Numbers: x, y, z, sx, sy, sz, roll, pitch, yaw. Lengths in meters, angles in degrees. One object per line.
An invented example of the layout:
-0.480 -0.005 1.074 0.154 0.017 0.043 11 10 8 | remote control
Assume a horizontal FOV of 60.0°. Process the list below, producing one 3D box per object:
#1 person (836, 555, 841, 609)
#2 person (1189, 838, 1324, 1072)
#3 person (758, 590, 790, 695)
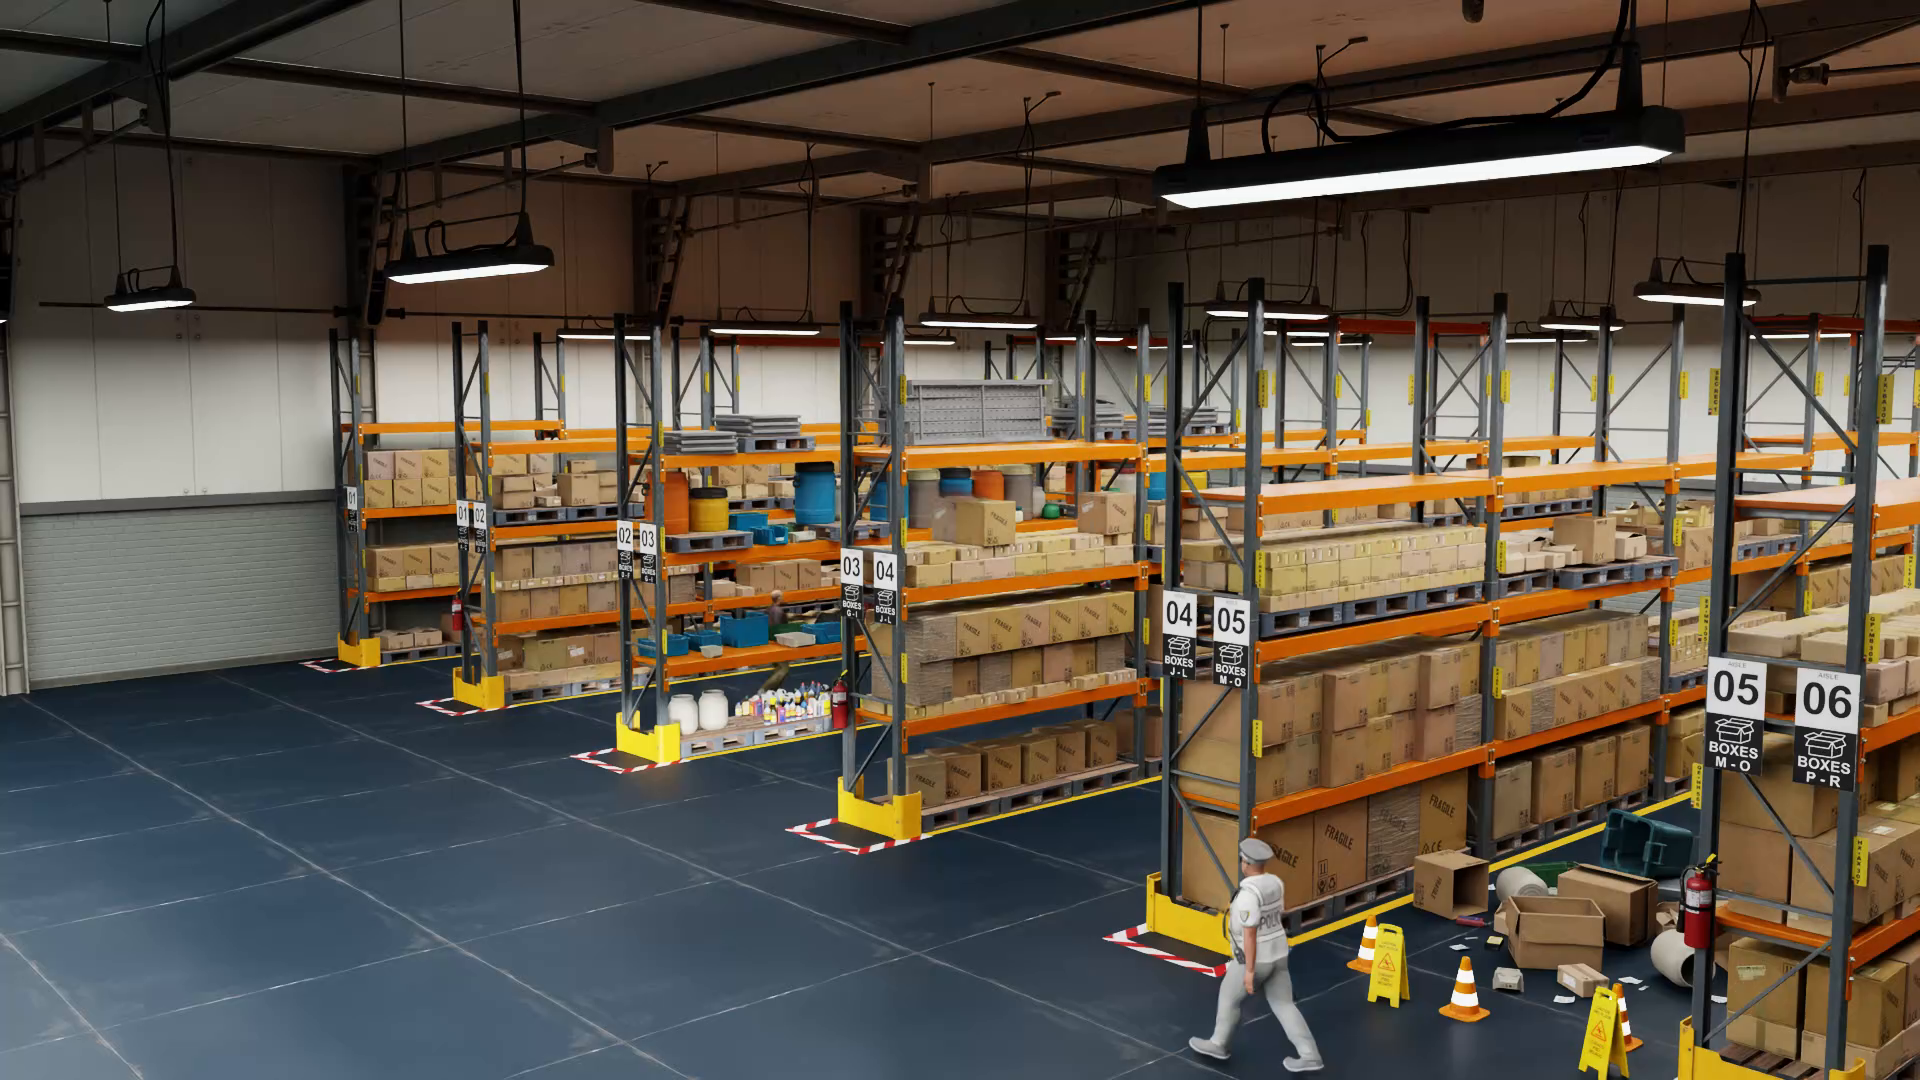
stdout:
-2.350 1.023 33.920 0.401 1.550 0.882 5 7 39 | person
2.228 3.083 12.381 1.070 1.712 0.578 6 8 44 | person
-2.951 1.676 26.394 0.549 1.771 0.629 -3 6 -25 | person
